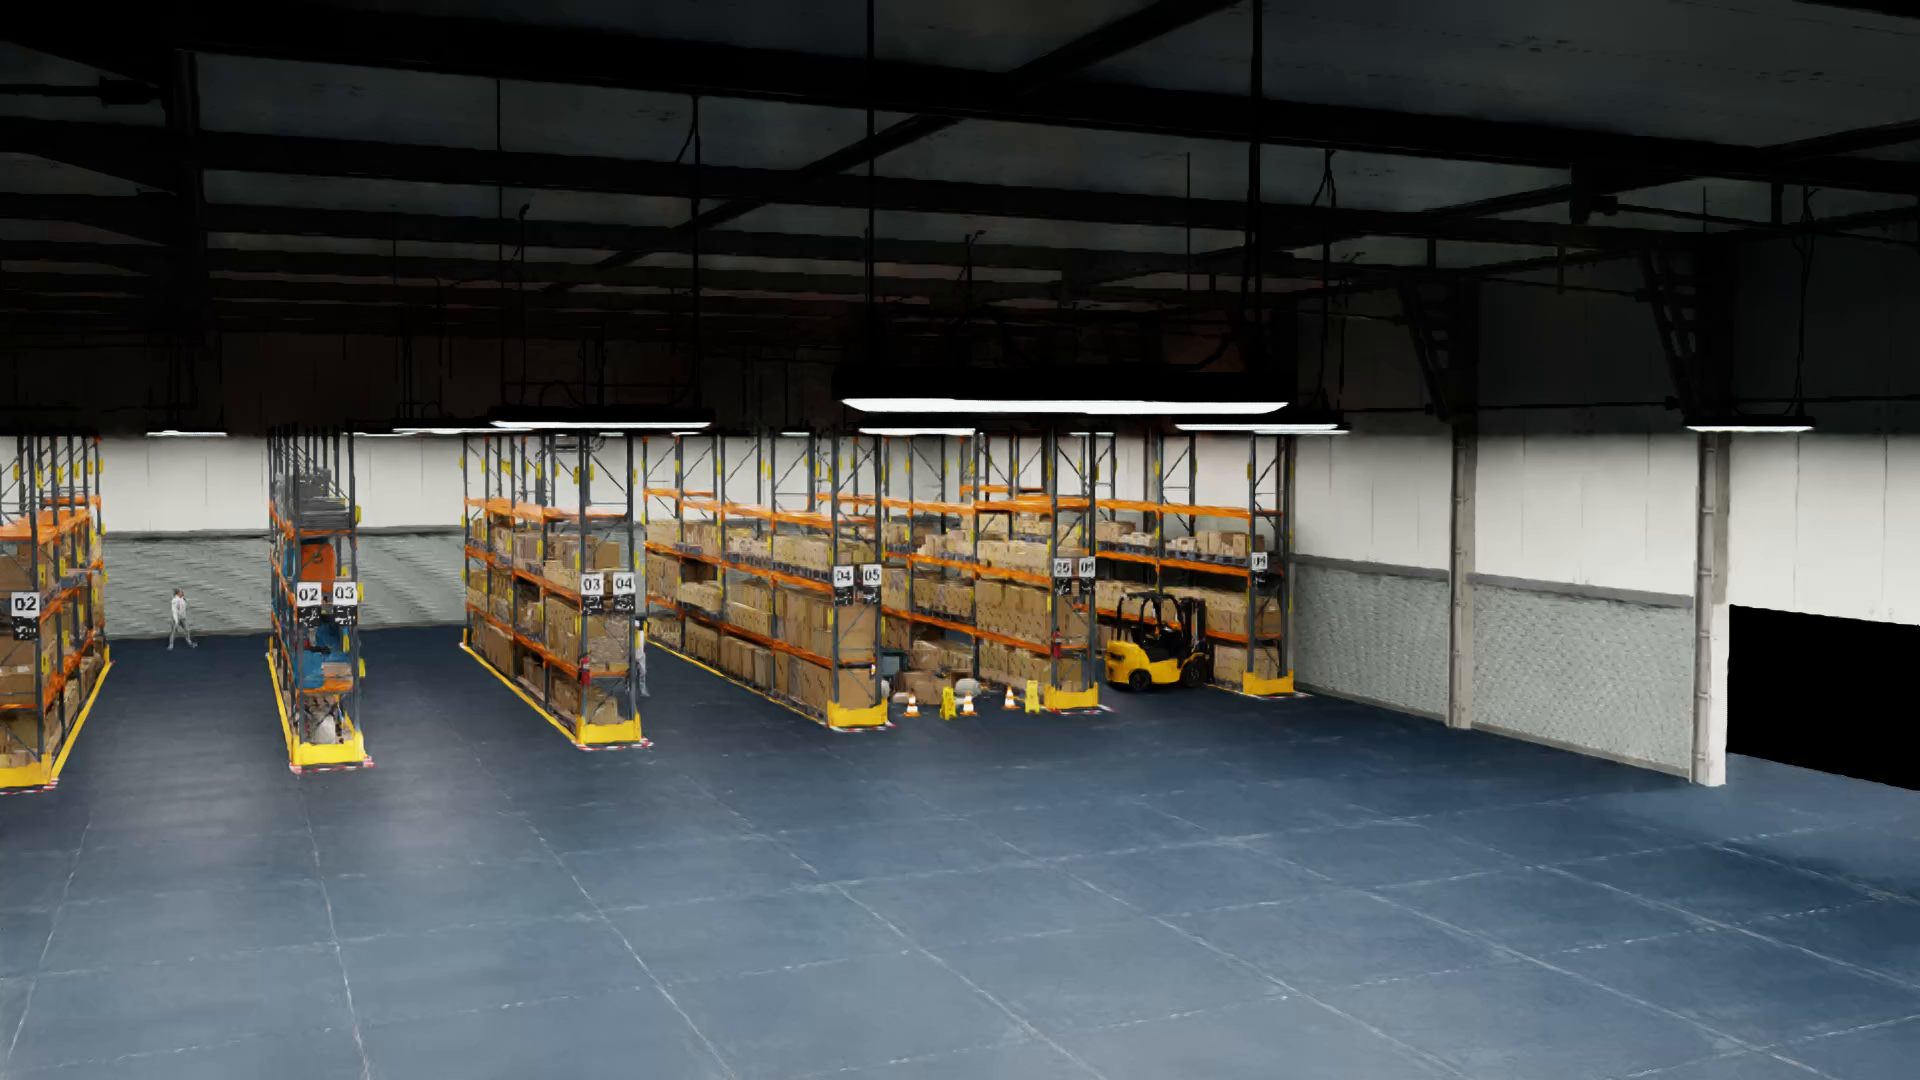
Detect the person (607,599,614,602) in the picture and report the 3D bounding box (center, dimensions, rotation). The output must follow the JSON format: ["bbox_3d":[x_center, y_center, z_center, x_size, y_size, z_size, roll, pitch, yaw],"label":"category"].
[{"bbox_3d":[-9.514,1.675,44.890,0.677,0.853,0.467,-2,4,-26],"label":"person"}]

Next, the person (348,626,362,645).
[{"bbox_3d":[-16.848,2.236,45.736,0.526,1.366,0.638,1,4,11],"label":"person"}]

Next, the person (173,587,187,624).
[{"bbox_3d":[-21.278,1.772,45.369,0.297,0.998,0.486,1,4,14],"label":"person"}]

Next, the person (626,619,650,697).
[{"bbox_3d":[-7.221,2.601,36.915,0.565,1.706,1.122,-1,4,-21],"label":"person"}]
